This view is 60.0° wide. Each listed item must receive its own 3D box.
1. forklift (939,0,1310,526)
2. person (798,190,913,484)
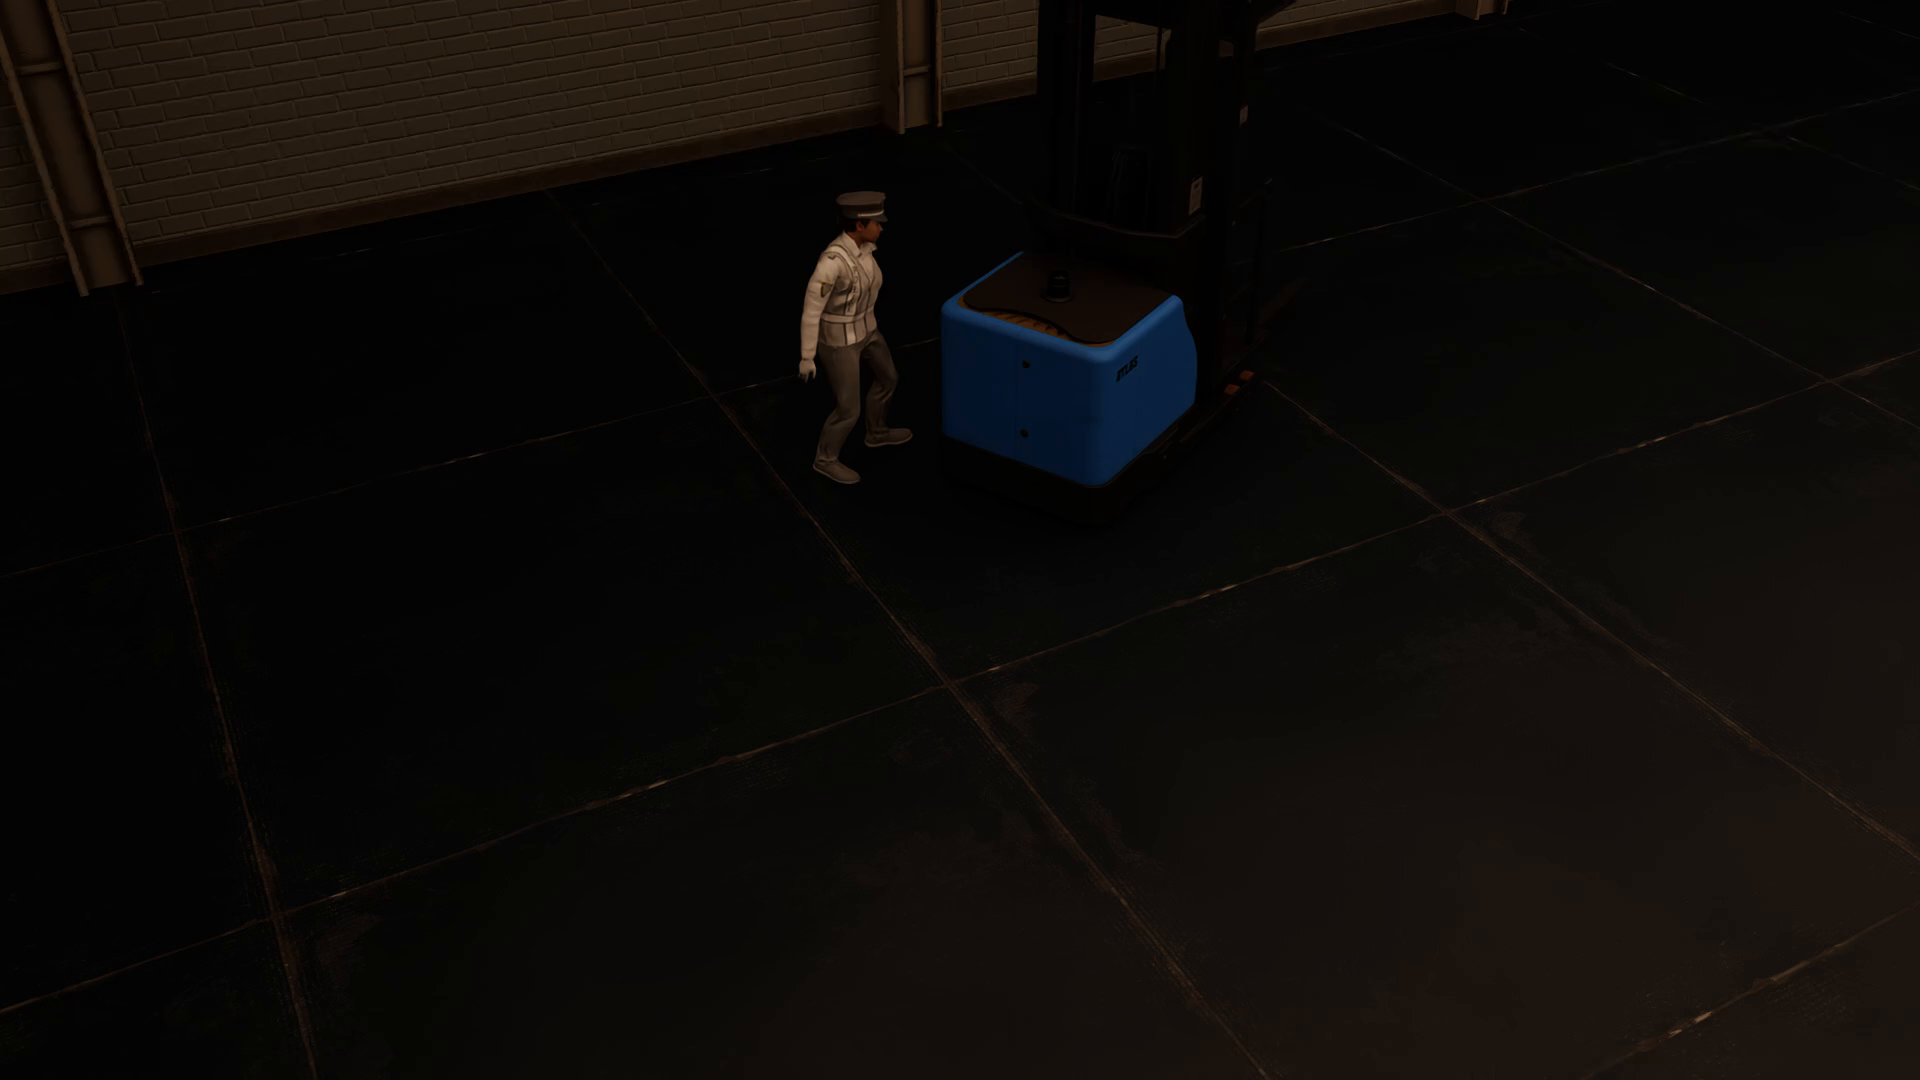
[{"bbox_3d":[1.125,-2.080,9.065,1.130,2.935,3.031,21,40,27],"label":"forklift"},{"bbox_3d":[-0.566,-1.074,8.785,0.403,1.638,0.800,16,38,21],"label":"person"}]
